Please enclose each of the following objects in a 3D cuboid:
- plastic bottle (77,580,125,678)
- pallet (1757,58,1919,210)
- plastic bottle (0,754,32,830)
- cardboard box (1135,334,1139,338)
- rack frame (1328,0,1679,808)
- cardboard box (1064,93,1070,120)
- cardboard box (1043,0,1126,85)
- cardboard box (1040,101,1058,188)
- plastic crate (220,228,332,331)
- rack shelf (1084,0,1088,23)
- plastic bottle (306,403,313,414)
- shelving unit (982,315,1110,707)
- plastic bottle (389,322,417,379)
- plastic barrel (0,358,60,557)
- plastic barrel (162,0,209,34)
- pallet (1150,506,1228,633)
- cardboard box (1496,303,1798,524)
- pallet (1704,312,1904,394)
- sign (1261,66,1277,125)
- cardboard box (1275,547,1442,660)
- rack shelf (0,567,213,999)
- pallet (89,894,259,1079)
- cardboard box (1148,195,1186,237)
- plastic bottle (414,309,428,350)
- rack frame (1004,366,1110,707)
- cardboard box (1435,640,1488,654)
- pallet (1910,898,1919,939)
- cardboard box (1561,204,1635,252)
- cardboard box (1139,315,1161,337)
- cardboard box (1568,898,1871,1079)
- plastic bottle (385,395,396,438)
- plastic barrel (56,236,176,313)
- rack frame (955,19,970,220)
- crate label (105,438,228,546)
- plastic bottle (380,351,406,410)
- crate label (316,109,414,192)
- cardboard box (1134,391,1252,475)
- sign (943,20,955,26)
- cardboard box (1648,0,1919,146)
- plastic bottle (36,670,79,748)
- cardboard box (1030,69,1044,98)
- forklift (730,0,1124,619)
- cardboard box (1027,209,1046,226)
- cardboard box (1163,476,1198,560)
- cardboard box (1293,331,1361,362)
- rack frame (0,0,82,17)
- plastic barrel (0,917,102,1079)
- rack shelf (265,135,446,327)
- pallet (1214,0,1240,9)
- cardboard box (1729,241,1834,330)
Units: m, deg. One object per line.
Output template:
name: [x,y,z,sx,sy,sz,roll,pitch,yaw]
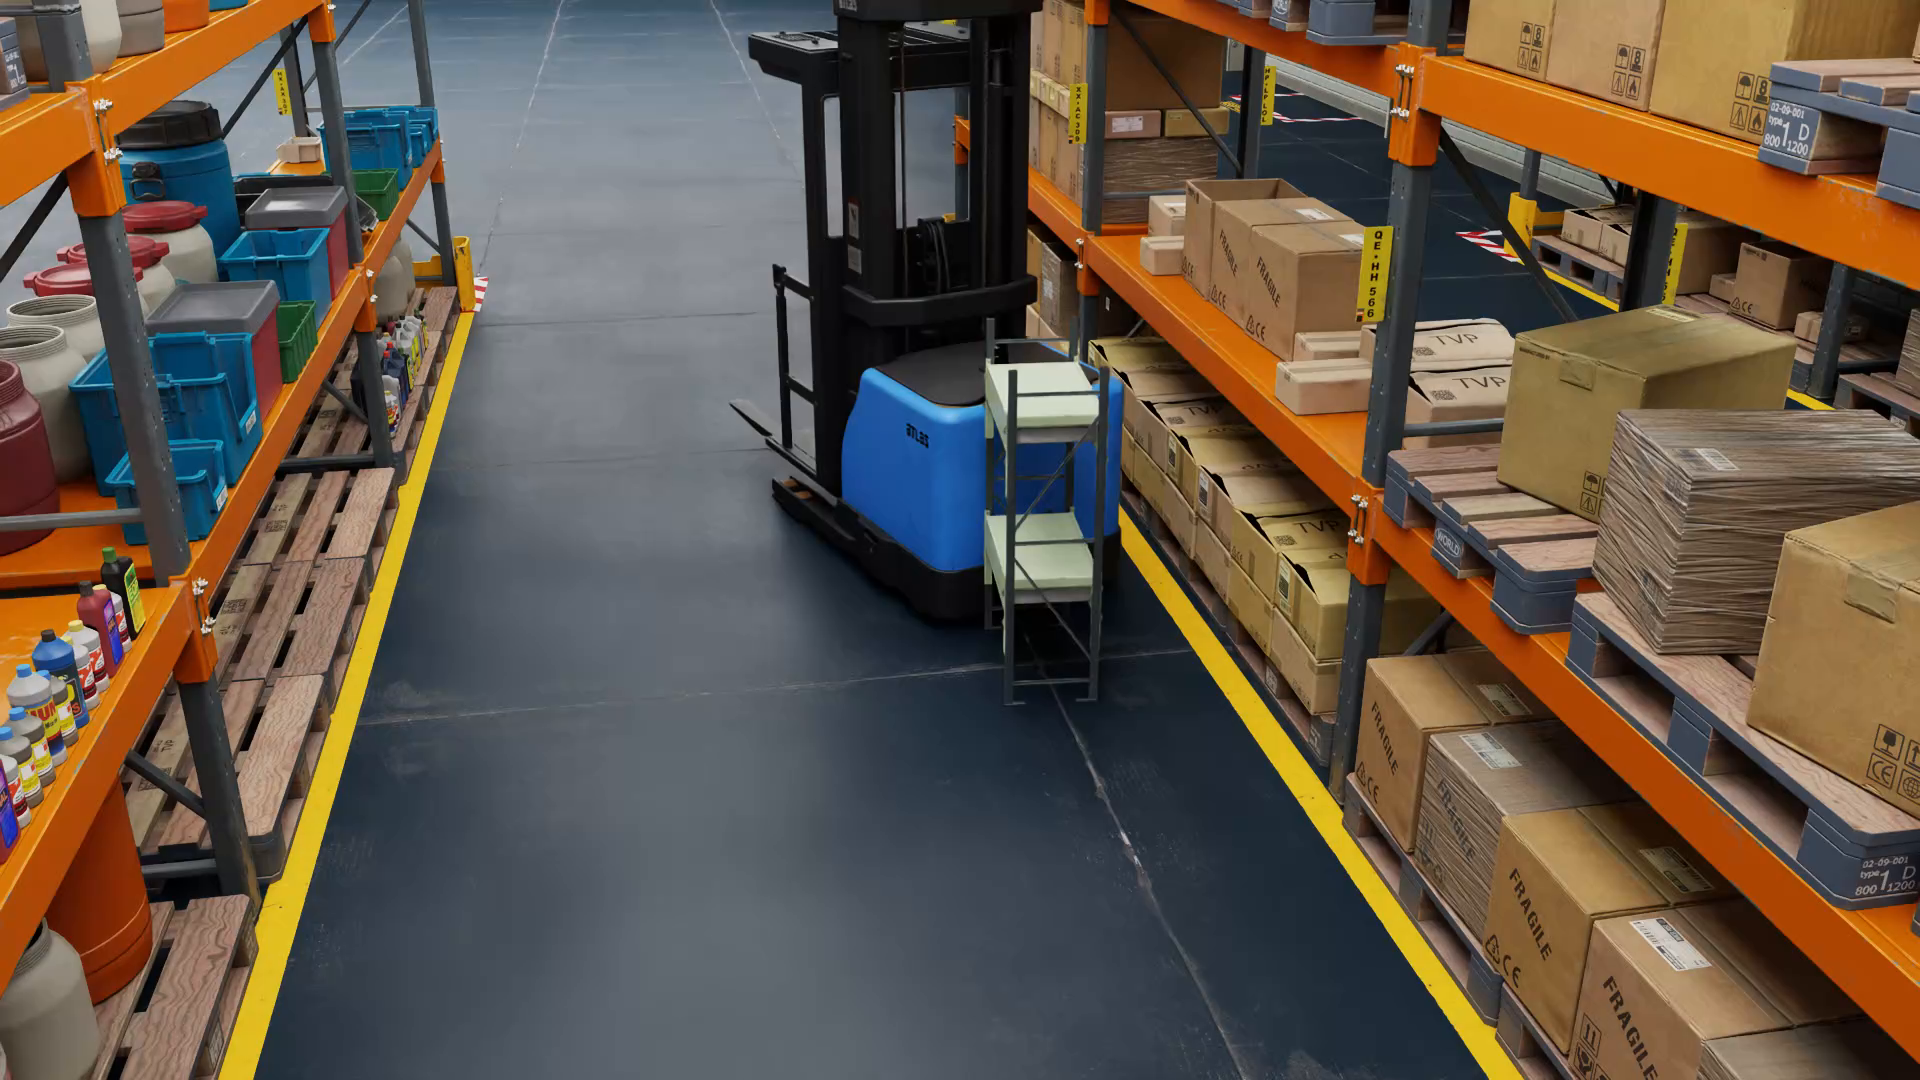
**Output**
plastic bottle: [-2.391,0.231,4.618,0.061,0.283,0.133,-4,24,-10]
pallet: [2.434,-0.790,3.298,1.213,0.211,1.003,-4,24,-10]
plastic bottle: [-2.262,0.584,3.914,0.097,0.201,0.097,0,24,0]
cardboard box: [1.326,-1.313,10.920,0.500,0.250,0.500,-4,24,-10]
rack frame: [1.941,-0.405,5.931,1.000,3.000,0.127,-4,24,-10]
cardboard box: [0.846,-2.613,10.050,0.380,0.149,0.250,-5,24,-11]
cardboard box: [0.926,-3.189,10.558,0.700,0.500,0.500,-4,24,-10]
cardboard box: [0.920,-2.603,10.838,0.700,0.500,0.500,-4,24,-9]
plastic crate: [-3.158,-1.196,7.760,0.392,0.384,0.575,-4,24,-10]
rack shelf: [0.831,-3.810,10.878,1.077,0.370,4.000,-4,24,-10]
plastic bottle: [-3.964,-0.895,9.906,0.152,0.276,0.135,-4,24,-10]
shelving unit: [0.353,-0.133,7.180,0.431,1.500,0.755,-2,24,-5]
plastic bottle: [-3.522,-1.191,10.489,0.144,0.351,0.185,-4,24,-10]
plastic barrel: [-3.311,-0.263,5.434,0.600,0.536,0.708,-4,24,-10]
plastic barrel: [-2.987,-2.208,5.774,0.600,0.830,0.708,-4,24,-10]
pallet: [1.605,0.067,8.333,1.003,0.211,1.213,-4,24,-10]
cardboard box: [2.168,-0.404,5.279,0.700,0.500,0.500,-13,27,-27]
pallet: [5.910,-1.331,11.533,1.003,0.211,1.213,-4,24,-10]
sign: [1.733,-2.517,9.418,0.100,0.325,0.005,-4,24,-10]
cardboard box: [1.602,0.217,6.715,0.500,0.311,0.500,-4,24,-8]
rack shelf: [-2.558,1.076,3.437,1.077,0.370,4.000,-4,24,-10]
pallet: [-2.741,1.545,4.950,1.003,0.211,1.213,-4,24,-10]
cardboard box: [1.335,-1.720,9.127,0.500,0.250,0.500,-3,24,-6]
plastic bottle: [-3.597,-1.409,11.073,0.061,0.283,0.133,-4,24,-8]
rack frame: [0.390,0.013,6.846,0.400,1.500,0.023,-2,24,-5]
cardboard box: [2.133,0.434,6.918,0.500,0.250,0.500,-4,24,-10]
pallet: [2.640,0.933,3.105,1.003,0.211,1.213,-4,24,-10]
cardboard box: [5.369,-2.611,13.790,0.500,0.311,0.500,-7,25,-16]
cardboard box: [1.423,-1.460,10.320,0.500,0.500,0.500,-4,24,-10]
cardboard box: [2.036,1.347,4.492,0.500,0.500,0.500,-5,24,-12]
plastic bottle: [-3.296,-0.723,9.516,0.097,0.271,0.097,0,24,0]
plastic barrel: [-3.570,-0.995,7.110,0.433,0.535,0.433,0,24,0]
rack frame: [0.461,-3.552,13.136,1.000,3.000,0.127,-4,24,-10]
crate label: [-2.637,-0.157,5.571,0.303,0.233,0.416,-4,24,-10]
plastic bottle: [-3.409,-0.950,9.936,0.144,0.351,0.185,-4,24,-8]
crate label: [-3.801,-2.499,10.681,0.502,0.435,0.616,-4,24,-10]
cardboard box: [1.217,-0.586,8.555,0.500,0.311,0.500,-5,24,-11]
sign: [-0.085,-3.946,12.858,0.100,0.325,0.005,-4,24,-10]
cardboard box: [2.245,-1.252,3.995,0.910,0.500,0.500,-4,24,-10]
plastic bottle: [-2.334,0.431,4.265,0.097,0.201,0.097,0,24,0]
cardboard box: [0.655,-3.017,10.974,0.380,0.149,0.250,-4,24,-8]
forklift: [-0.374,-1.524,8.577,1.130,2.935,3.031,-13,27,-27]
cardboard box: [0.617,-2.011,11.580,0.500,0.500,0.500,-4,24,-10]
cardboard box: [1.317,-0.129,8.209,0.500,0.250,0.500,-4,24,-9]
cardboard box: [1.650,-0.788,7.120,0.380,0.149,0.250,-3,24,-6]
rack frame: [-2.928,-2.790,3.894,1.000,3.000,0.127,-4,24,-10]
plastic barrel: [-2.628,1.314,4.577,0.421,0.512,0.421,0,24,0]
rack shelf: [-4.037,-2.071,10.642,1.077,0.370,4.000,-4,24,-10]
pallet: [1.518,-2.394,6.971,1.003,0.211,1.213,-3,24,-7]
cardboard box: [5.837,-1.808,11.716,0.500,0.500,0.500,-6,24,-14]
